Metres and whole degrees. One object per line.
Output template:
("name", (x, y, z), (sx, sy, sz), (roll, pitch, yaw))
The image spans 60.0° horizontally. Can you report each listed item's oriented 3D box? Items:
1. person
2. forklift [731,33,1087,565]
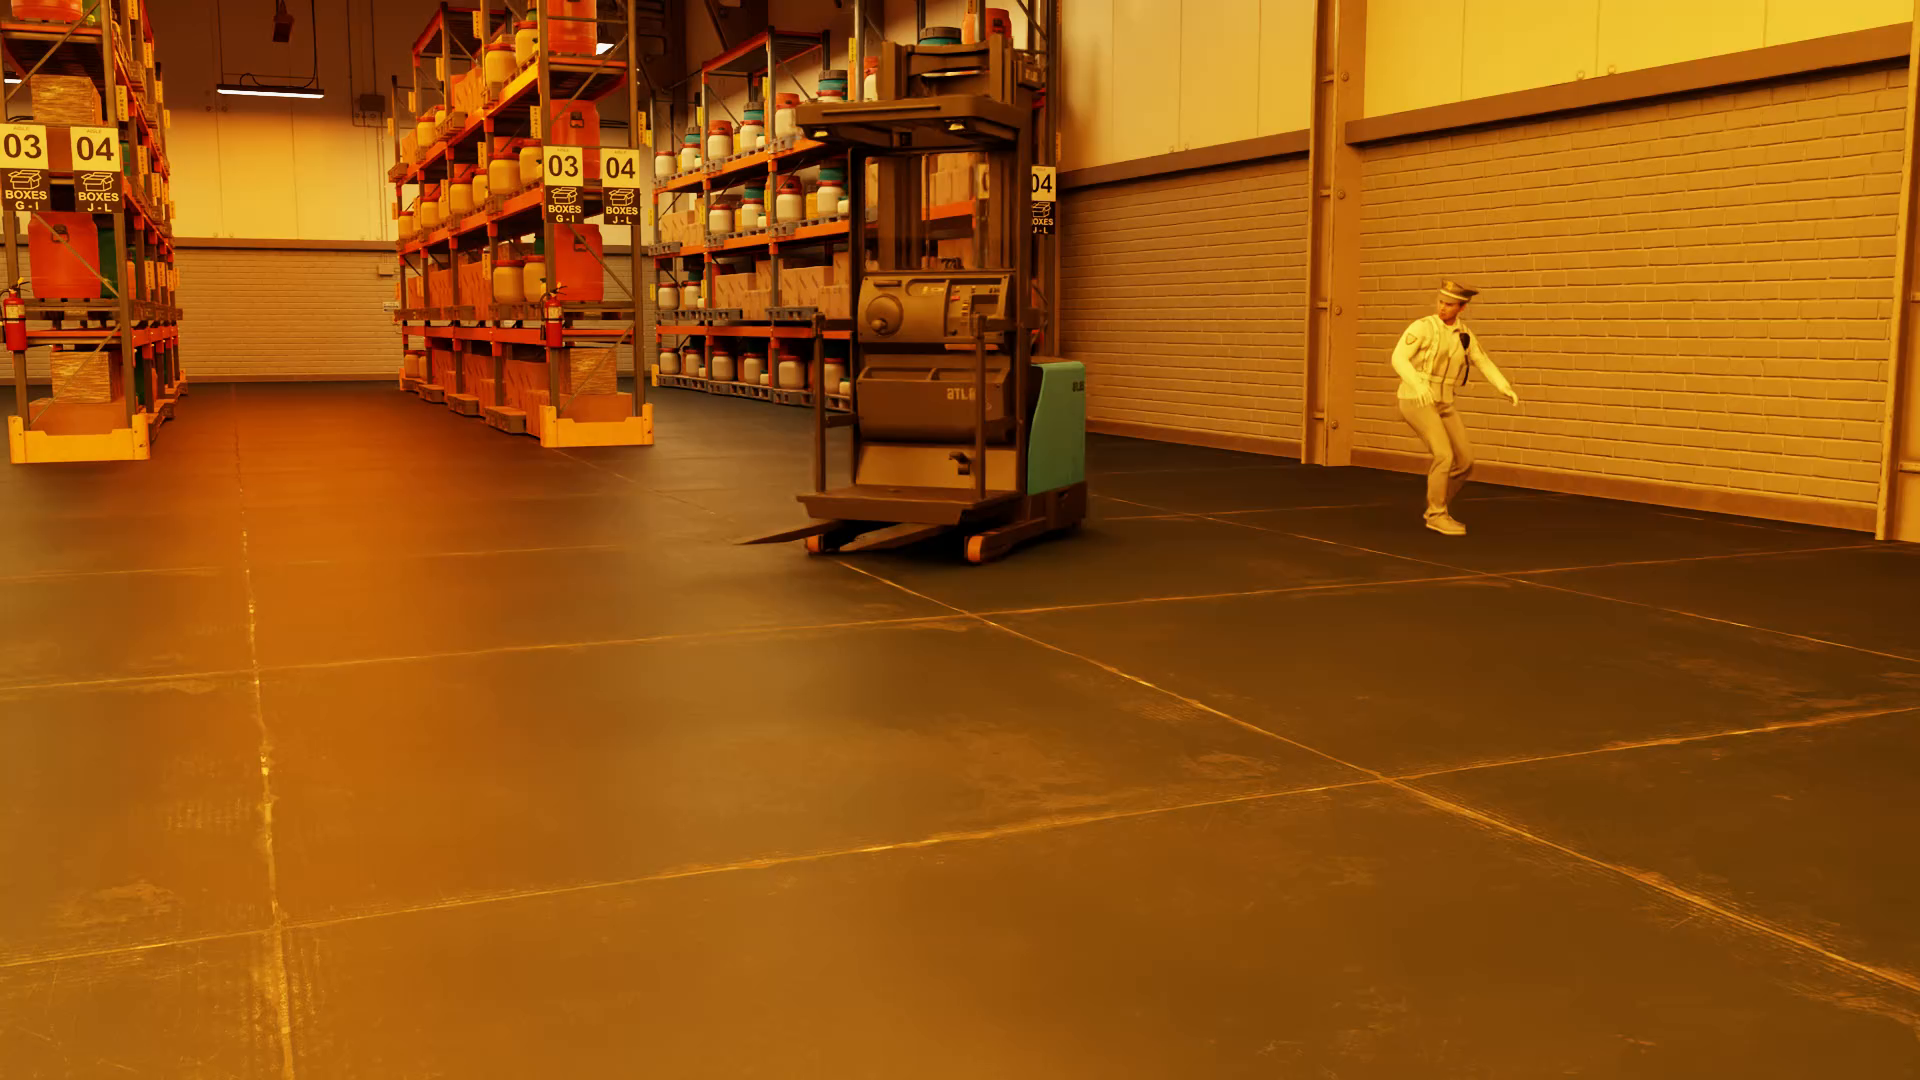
("person", (3.086, -0.829, 10.414), (0.729, 1.613, 0.645), (-5, 9, -32))
("forklift", (-0.239, -1.380, 9.404), (1.130, 2.935, 3.031), (3, 8, 23))
